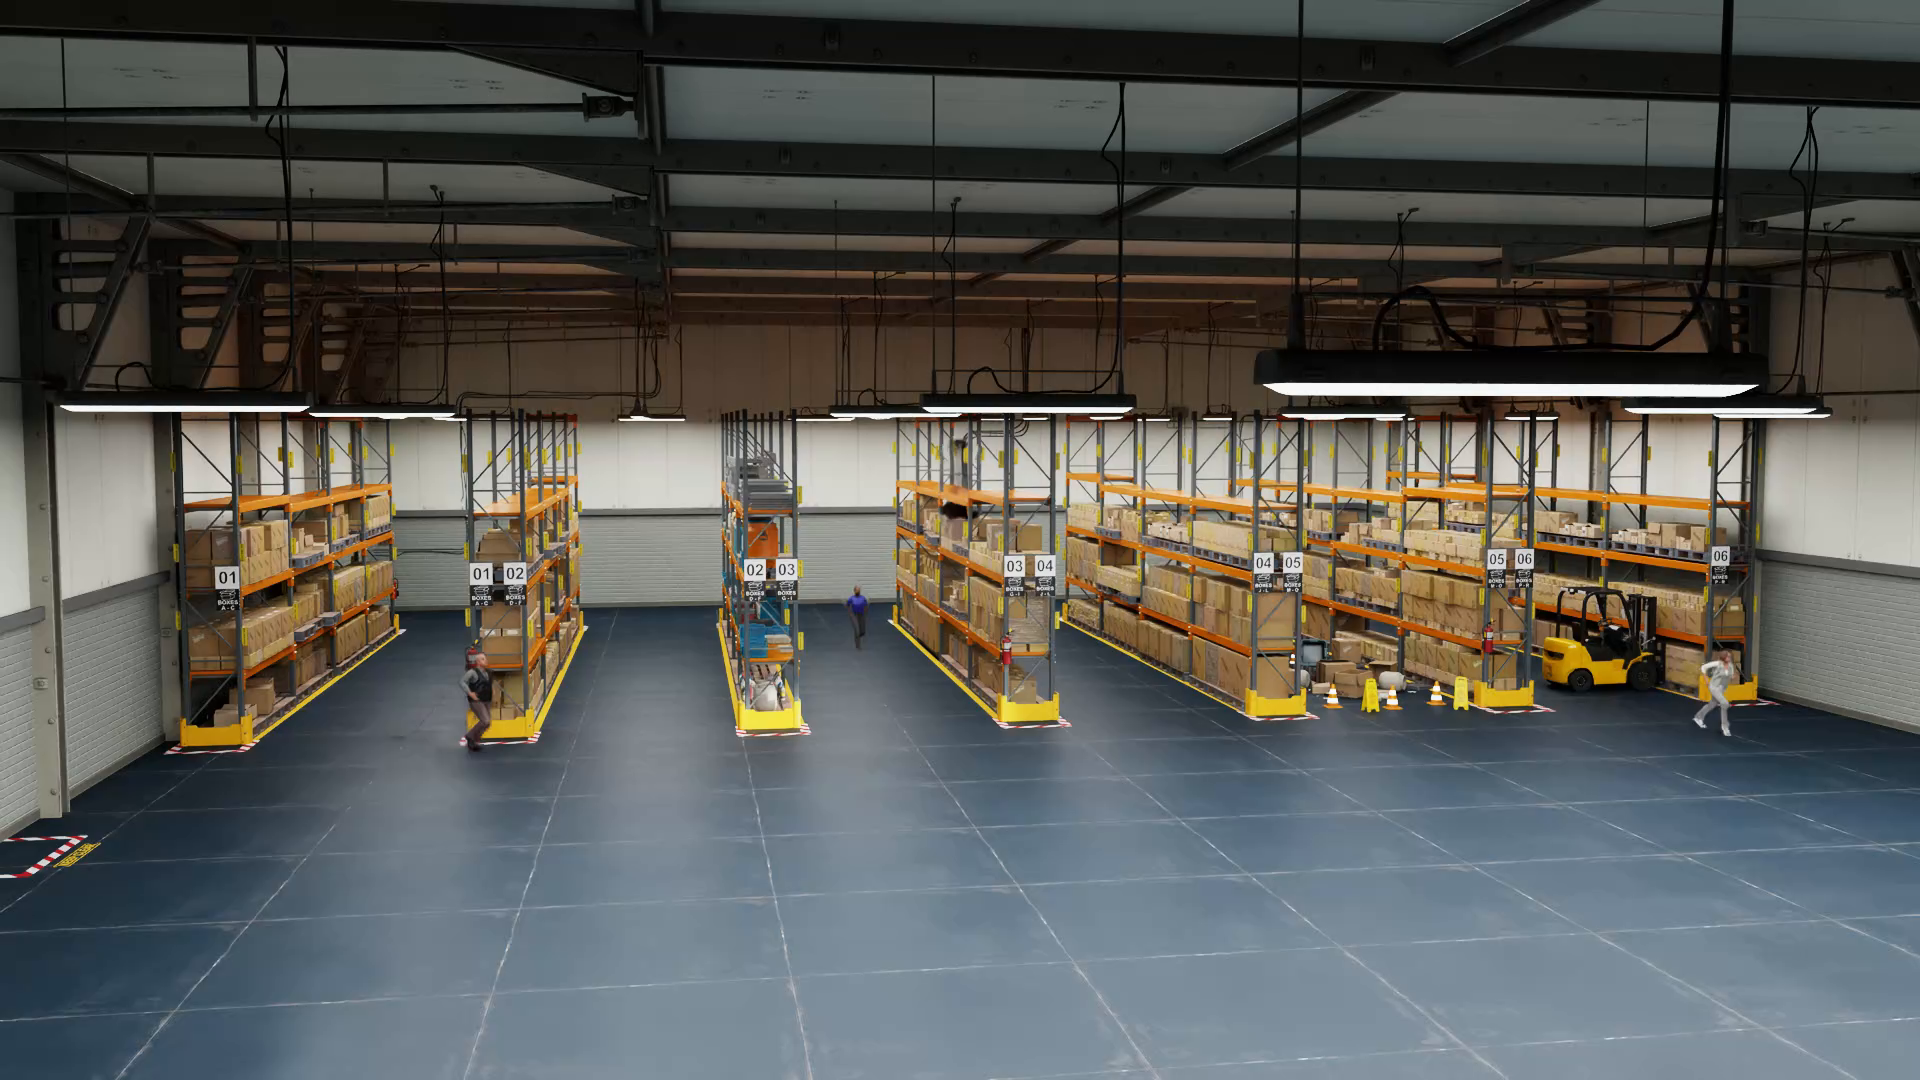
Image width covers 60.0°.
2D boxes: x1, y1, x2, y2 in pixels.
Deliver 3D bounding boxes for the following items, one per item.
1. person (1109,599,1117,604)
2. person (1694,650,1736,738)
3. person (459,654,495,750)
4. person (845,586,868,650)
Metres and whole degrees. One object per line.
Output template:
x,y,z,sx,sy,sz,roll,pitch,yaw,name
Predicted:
4.723,1.340,50.264,0.696,1.768,0.675,-2,4,-26,person
13.950,2.800,30.729,0.535,1.595,0.887,-2,4,-25,person
-8.380,2.842,29.150,0.538,1.679,0.693,2,4,26,person
-2.613,1.977,42.223,0.571,1.602,0.646,-1,4,-18,person
